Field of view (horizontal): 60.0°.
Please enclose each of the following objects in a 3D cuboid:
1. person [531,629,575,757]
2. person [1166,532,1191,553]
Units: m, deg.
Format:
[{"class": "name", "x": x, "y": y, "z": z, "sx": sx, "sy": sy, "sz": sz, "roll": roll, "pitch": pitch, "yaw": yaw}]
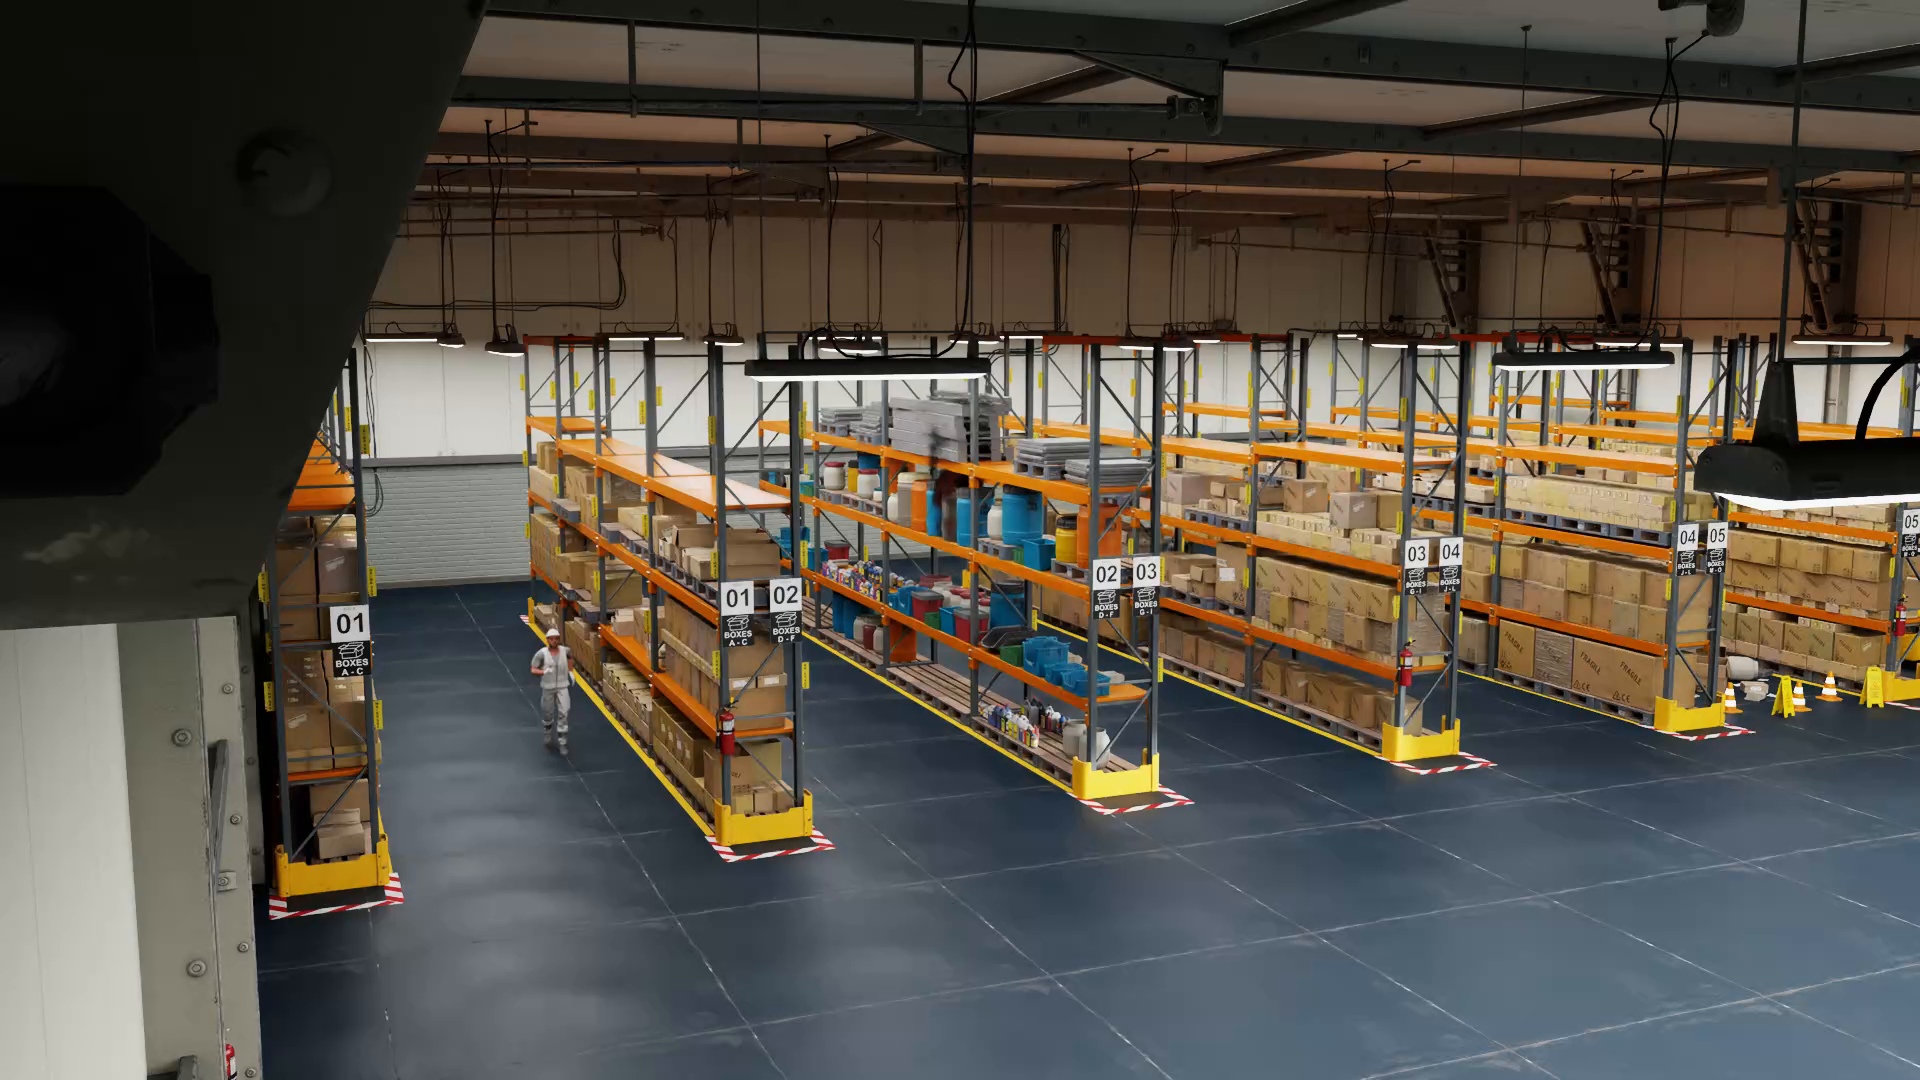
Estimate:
[{"class": "person", "x": -5.955, "y": 2.190, "z": 24.363, "sx": 0.660, "sy": 1.823, "sz": 0.903, "roll": -3, "pitch": 8, "yaw": -22}, {"class": "person", "x": 4.892, "y": 0.595, "z": 36.945, "sx": 0.700, "sy": 1.681, "sz": 0.581, "roll": -3, "pitch": 8, "yaw": -21}]
